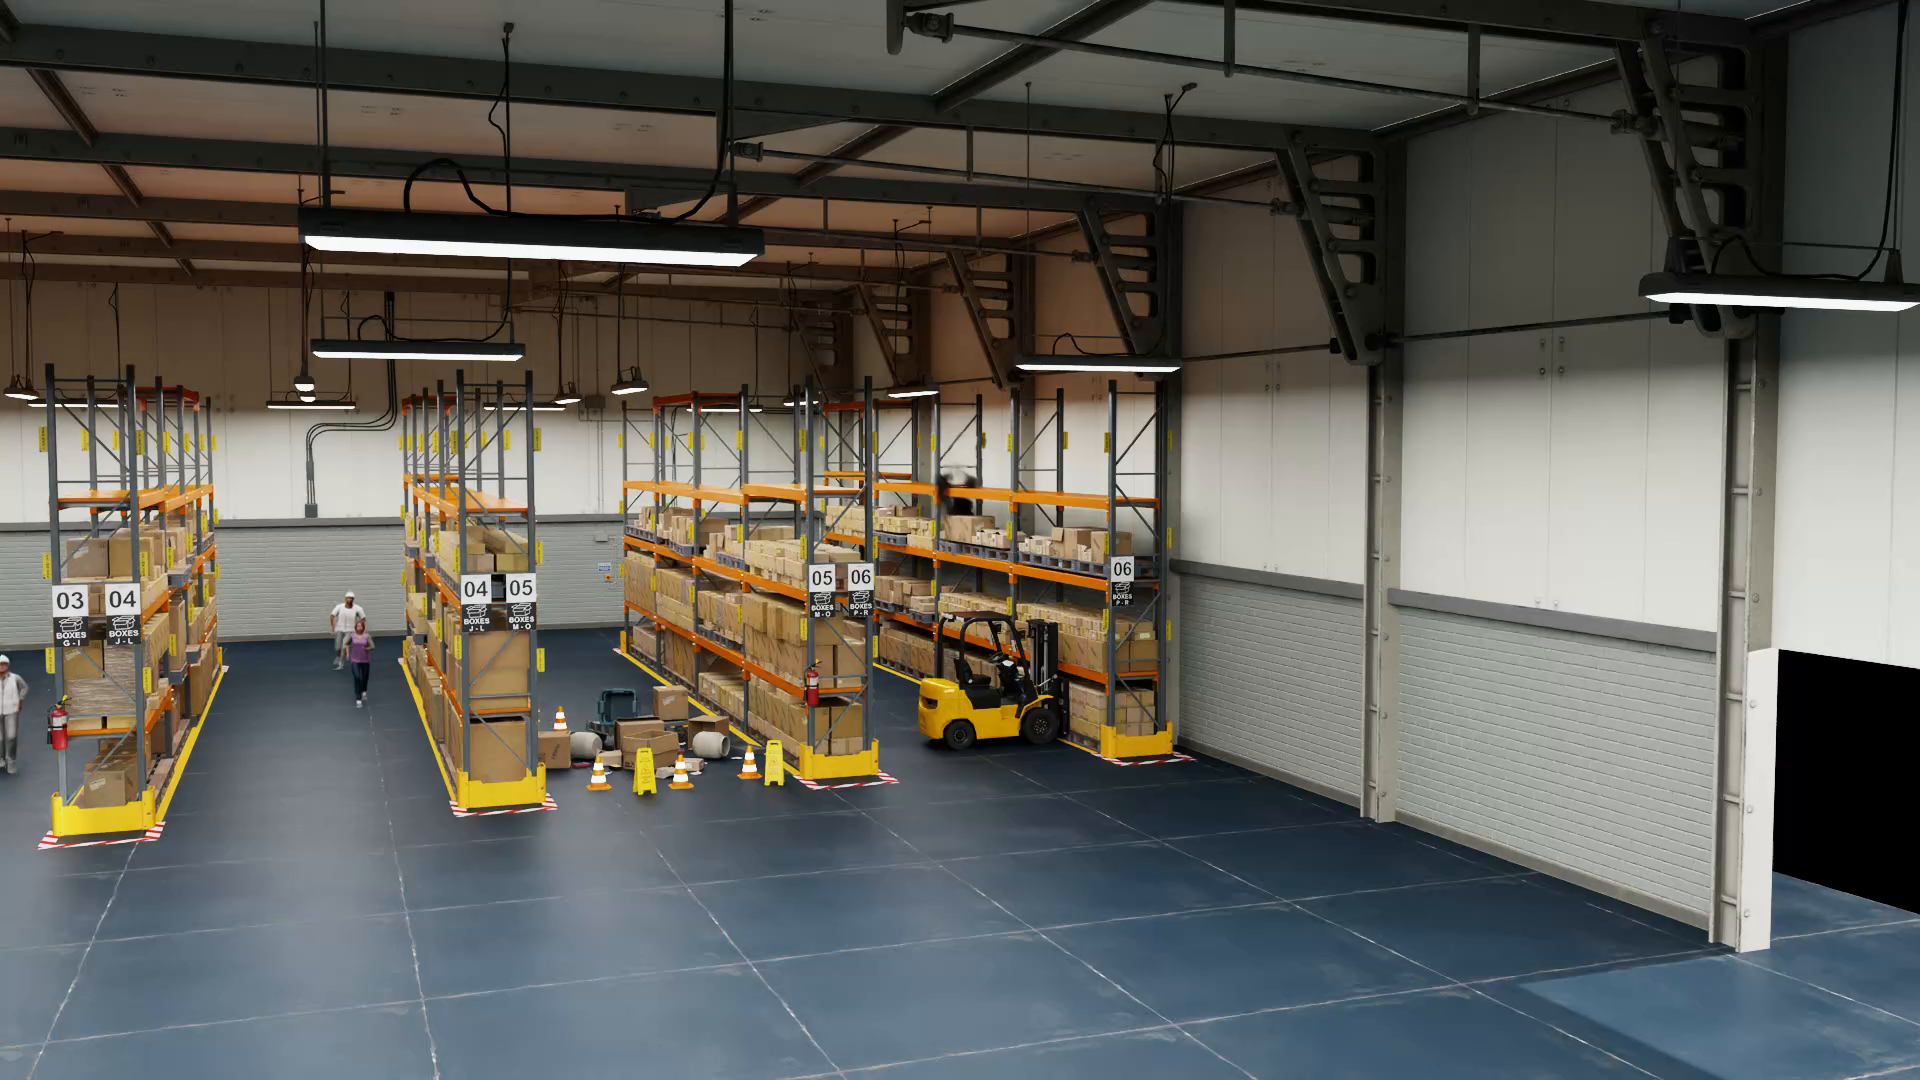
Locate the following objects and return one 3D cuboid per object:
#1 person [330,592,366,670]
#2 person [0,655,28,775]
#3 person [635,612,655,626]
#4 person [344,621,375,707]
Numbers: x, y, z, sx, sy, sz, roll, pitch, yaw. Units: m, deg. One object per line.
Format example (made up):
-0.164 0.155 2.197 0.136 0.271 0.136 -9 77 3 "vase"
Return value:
-13.535 2.000 36.775 0.743 1.710 0.640 -1 3 -14 "person"
-14.490 2.650 25.201 0.637 1.817 0.711 -2 4 -26 "person"
-7.843 1.761 41.176 0.914 1.611 0.655 1 4 20 "person"
-11.419 2.330 31.657 0.531 1.596 0.878 -1 4 -24 "person"
